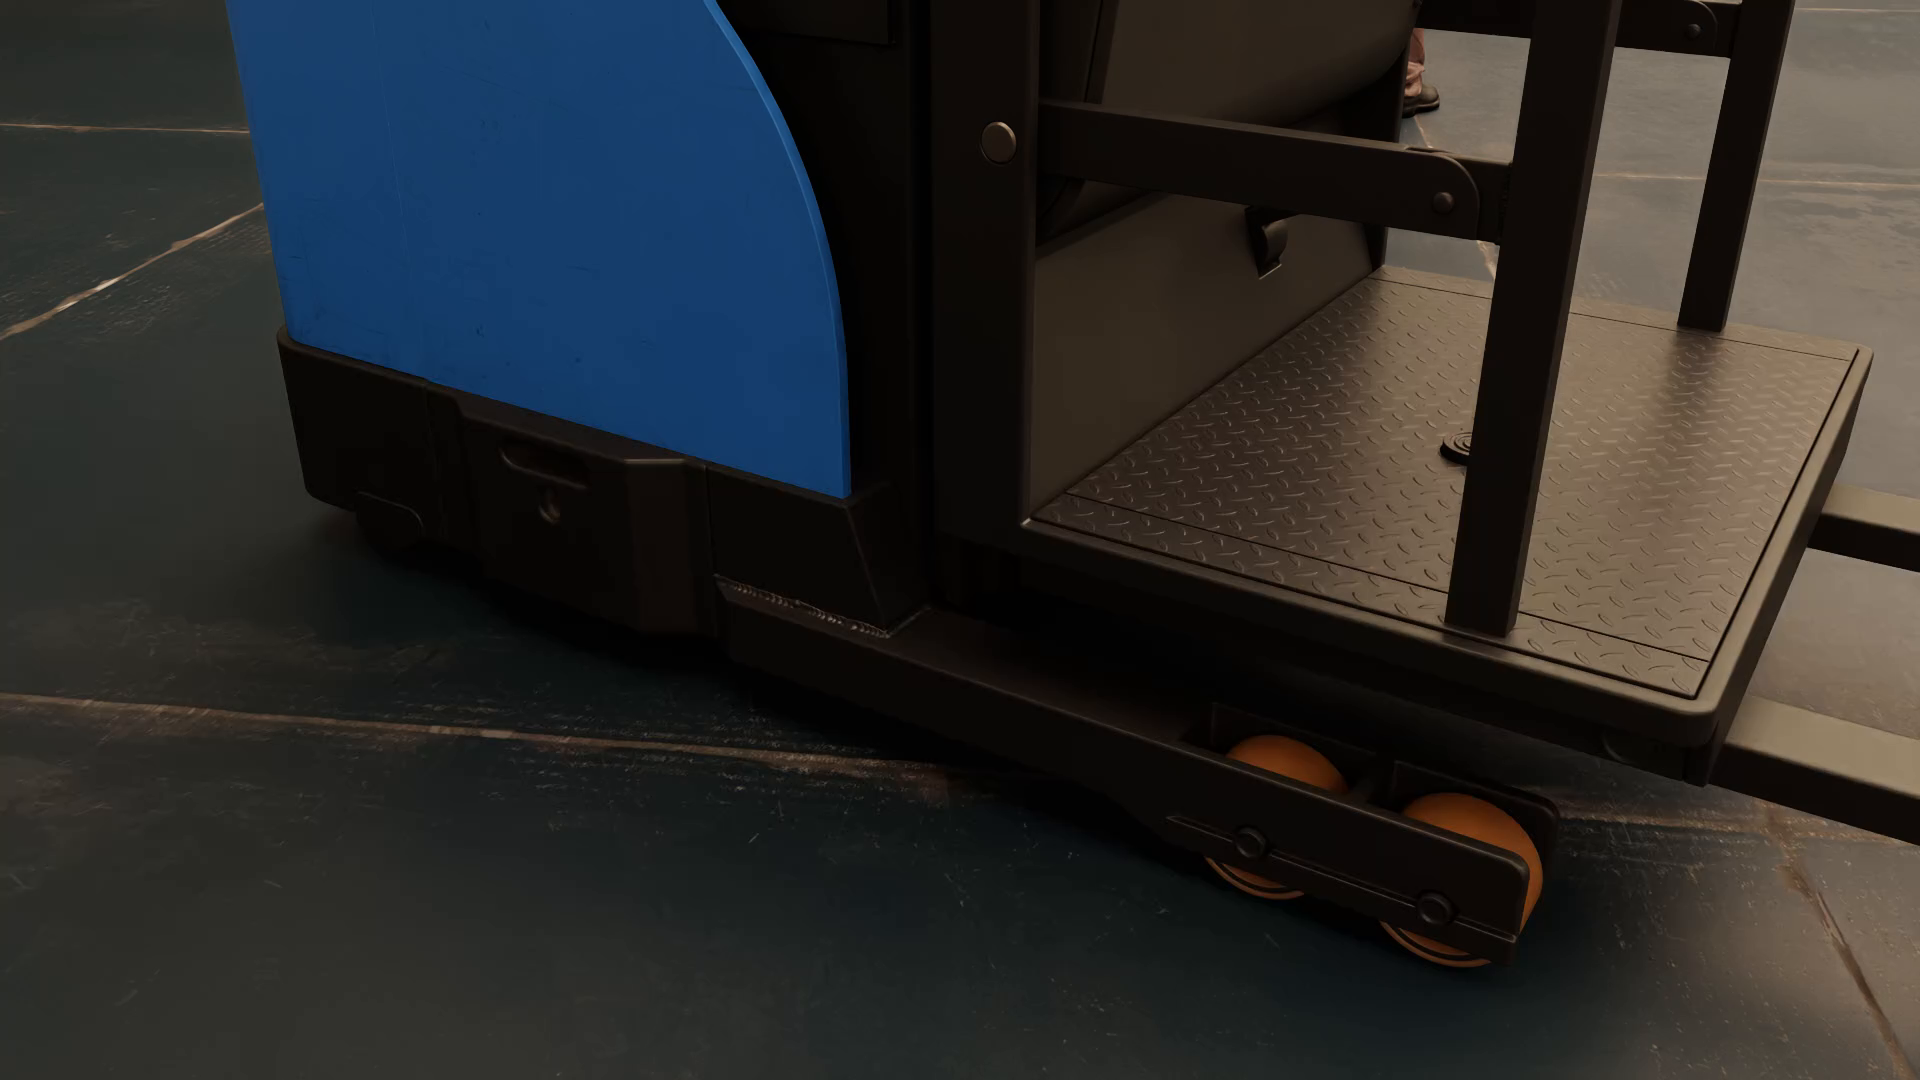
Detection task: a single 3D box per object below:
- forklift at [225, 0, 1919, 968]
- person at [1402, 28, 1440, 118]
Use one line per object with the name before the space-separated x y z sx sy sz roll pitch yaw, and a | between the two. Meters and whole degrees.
forklift | 0.525 -1.160 1.542 3.031 2.935 1.130 16 31 29
person | 1.188 -2.124 4.831 0.594 1.721 0.422 9 28 18
